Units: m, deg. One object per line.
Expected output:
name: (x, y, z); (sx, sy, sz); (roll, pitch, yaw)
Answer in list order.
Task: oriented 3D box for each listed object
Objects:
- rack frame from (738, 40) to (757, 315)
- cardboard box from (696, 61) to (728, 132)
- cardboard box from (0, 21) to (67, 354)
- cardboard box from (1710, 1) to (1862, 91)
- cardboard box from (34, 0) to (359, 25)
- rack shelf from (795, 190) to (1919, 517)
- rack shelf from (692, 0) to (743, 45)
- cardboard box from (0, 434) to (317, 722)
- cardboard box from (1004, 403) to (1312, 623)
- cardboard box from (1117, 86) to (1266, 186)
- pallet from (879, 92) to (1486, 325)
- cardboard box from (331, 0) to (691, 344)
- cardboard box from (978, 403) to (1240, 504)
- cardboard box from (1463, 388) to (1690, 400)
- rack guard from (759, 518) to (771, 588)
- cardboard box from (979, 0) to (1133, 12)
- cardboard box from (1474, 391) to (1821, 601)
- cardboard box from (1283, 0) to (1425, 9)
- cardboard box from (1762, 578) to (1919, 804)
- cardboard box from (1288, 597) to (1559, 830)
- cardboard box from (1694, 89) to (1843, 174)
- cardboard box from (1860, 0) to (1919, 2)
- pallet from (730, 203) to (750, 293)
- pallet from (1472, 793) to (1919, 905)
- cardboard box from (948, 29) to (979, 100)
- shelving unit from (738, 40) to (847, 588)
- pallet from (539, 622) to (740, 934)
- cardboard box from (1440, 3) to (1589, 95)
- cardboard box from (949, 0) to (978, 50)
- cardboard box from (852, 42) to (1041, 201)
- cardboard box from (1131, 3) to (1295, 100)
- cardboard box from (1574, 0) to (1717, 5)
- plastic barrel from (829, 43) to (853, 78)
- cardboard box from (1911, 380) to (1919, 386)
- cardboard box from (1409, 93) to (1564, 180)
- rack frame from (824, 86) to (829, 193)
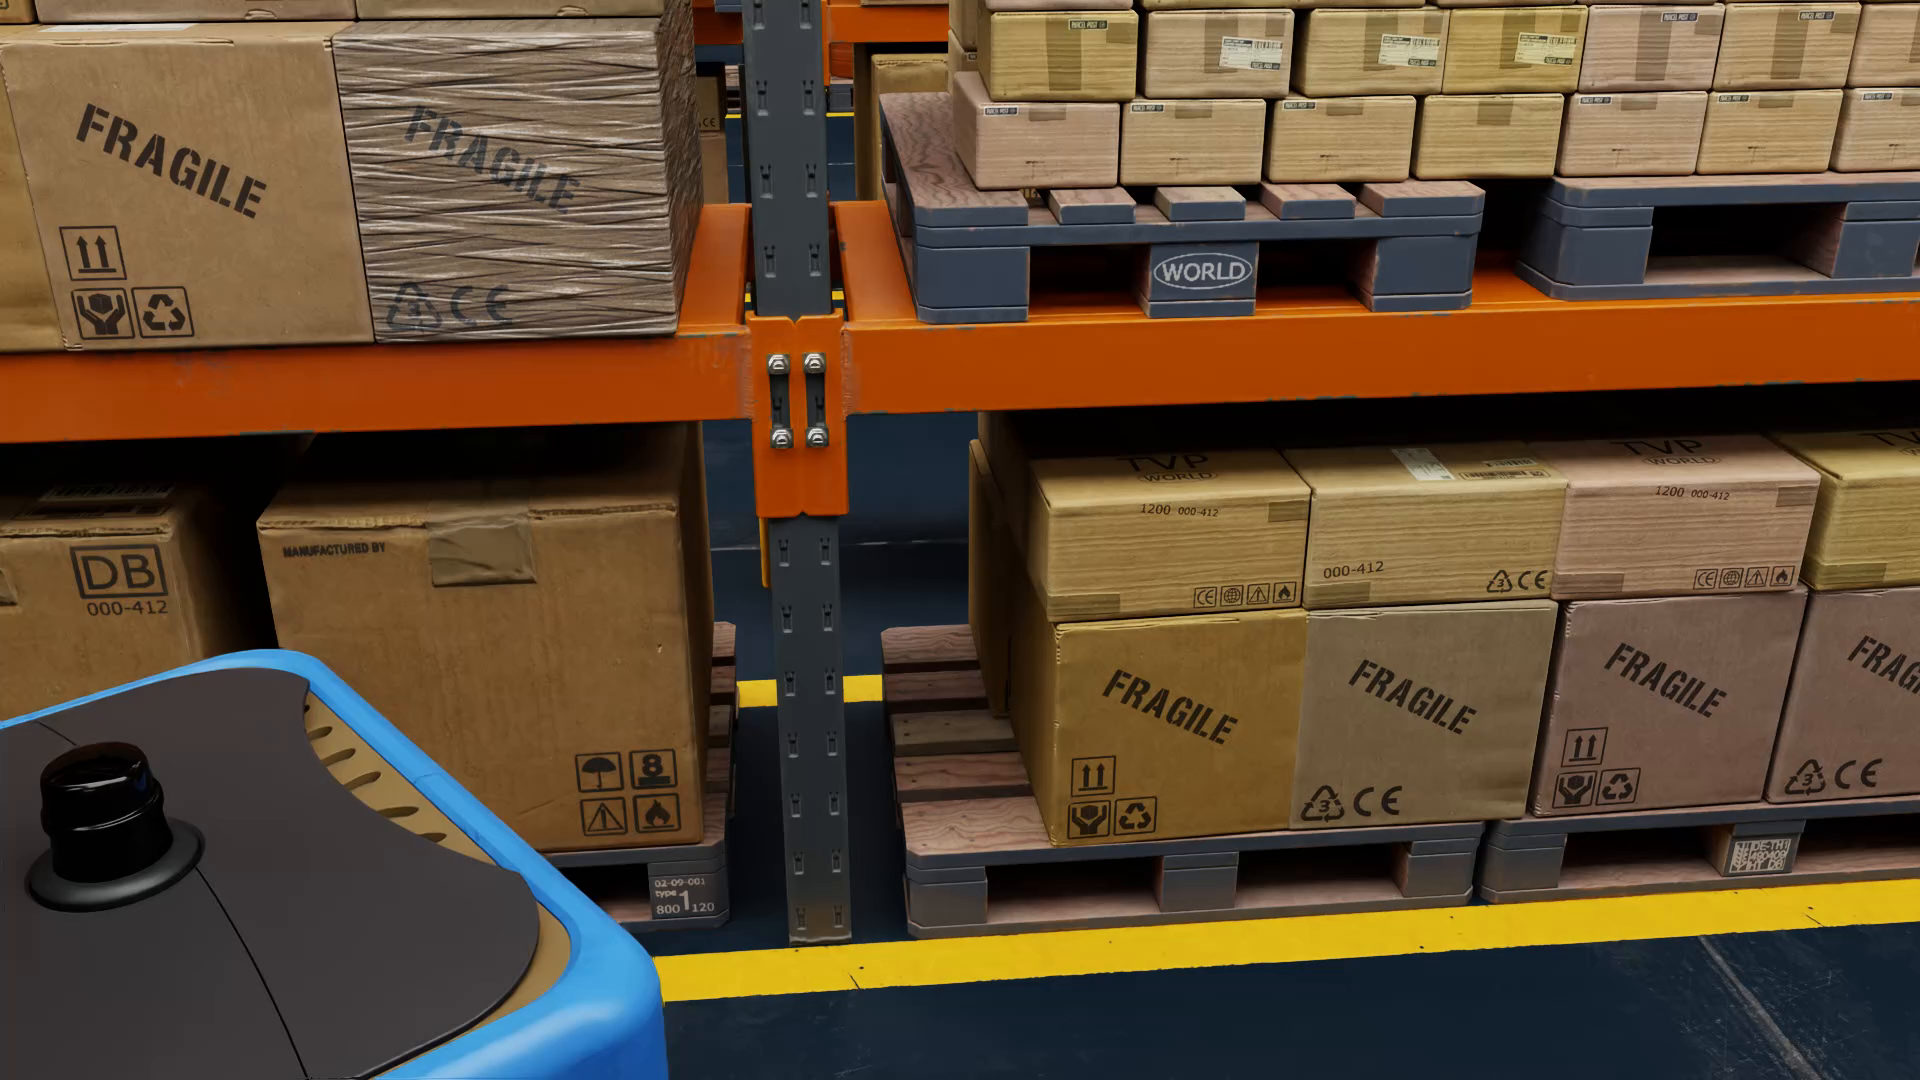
rack frame: (-0.591, -0.662, 4.892); (0.032, 1.500, 0.500); (-2, 24, -5)
cardboard box: (-1.384, -2.118, 7.934); (0.500, 0.250, 0.500); (-1, 24, -3)
cardboard box: (-1.749, -0.626, 2.843); (0.500, 0.500, 0.500); (-3, 24, -6)
cardboard box: (1.449, -0.949, 3.119); (0.250, 0.149, 0.380); (-3, 24, -6)
cardboard box: (-1.284, -1.214, 2.935); (0.500, 0.500, 0.700); (-3, 24, -6)
rack shelf: (1.657, -0.497, 3.562); (4.000, 0.370, 1.077); (-2, 24, -5)
rack shelf: (-2.710, -2.347, 7.722); (4.000, 0.370, 1.077); (-2, 24, -5)
cardboard box: (-1.818, 0.114, 3.553); (0.750, 0.750, 1.050); (-2, 24, -4)
cardboard box: (0.377, -0.068, 3.348); (0.500, 0.250, 0.500); (-3, 24, -8)
cardboard box: (0.399, -0.770, 3.082); (0.250, 0.149, 0.380); (-1, 24, -3)
pallet: (0.366, -0.730, 3.436); (1.003, 0.211, 1.213); (-2, 24, -5)
cardboard box: (-0.755, -0.665, 2.931); (0.500, 0.500, 0.500); (-2, 24, -5)
cardboard box: (0.322, -0.272, 3.806); (0.500, 0.250, 0.500); (-3, 24, -6)
cardboard box: (1.331, -0.310, 3.893); (0.500, 0.250, 0.500); (-2, 24, -4)
rack guard: (-0.571, -0.091, 5.148); (0.087, 0.250, 0.587); (-2, 24, -5)
cardboard box: (0.150, -1.036, 2.947); (0.250, 0.149, 0.380); (-2, 24, -5)
cardboard box: (1.375, -0.103, 3.426); (0.500, 0.250, 0.500); (-2, 24, -5)
cardboard box: (0.658, -1.055, 2.991); (0.250, 0.149, 0.380); (-2, 24, -5)
cardboard box: (1.914, 0.215, 3.634); (0.500, 0.500, 0.500); (-3, 24, -6)
cardboard box: (0.896, 0.257, 3.538); (0.500, 0.500, 0.500); (-2, 24, -5)
cardboard box: (1.451, -0.813, 3.179); (0.250, 0.149, 0.380); (-2, 24, -4)
cardboard box: (1.702, -1.097, 3.085); (0.250, 0.149, 0.380); (-3, 24, -6)
pallet: (-1.498, -1.450, 8.253); (1.213, 0.211, 1.003); (-2, 24, -5)
pallet: (1.656, 0.450, 3.978); (1.213, 0.211, 1.003); (-2, 24, -5)
cardboard box: (0.113, -1.029, 3.664); (0.250, 0.149, 0.380); (-2, 24, -4)
shelving unit: (-0.076, -0.682, 4.939); (1.083, 1.500, 0.587); (-2, 24, -5)
pallet: (-1.125, 0.529, 3.800); (1.213, 0.211, 1.003); (-2, 24, -5)
cardboard box: (0.954, -0.931, 3.078); (0.250, 0.149, 0.380); (-2, 24, -5)
cardboard box: (0.114, -1.163, 3.600); (0.250, 0.149, 0.380); (-2, 24, -4)
cardboard box: (-0.031, -1.995, 8.145); (0.875, 0.875, 1.225); (-3, 24, -8)
cardboard box: (0.438, -0.909, 3.028); (0.250, 0.149, 0.380); (-1, 24, -3)
cardboard box: (1.190, -1.077, 3.040); (0.250, 0.149, 0.380); (-1, 24, -3)
plastic barrel: (-0.722, -3.984, 12.675); (0.708, 0.830, 0.600); (-2, 24, -5)
cardboard box: (2.357, -0.353, 3.989); (0.500, 0.250, 0.500); (-2, 24, -4)
cardboard box: (0.936, -0.793, 3.133); (0.250, 0.149, 0.380); (-1, 24, -3)
rack frame: (-0.720, -2.755, 7.756); (0.127, 3.000, 1.000); (-2, 24, -5)
